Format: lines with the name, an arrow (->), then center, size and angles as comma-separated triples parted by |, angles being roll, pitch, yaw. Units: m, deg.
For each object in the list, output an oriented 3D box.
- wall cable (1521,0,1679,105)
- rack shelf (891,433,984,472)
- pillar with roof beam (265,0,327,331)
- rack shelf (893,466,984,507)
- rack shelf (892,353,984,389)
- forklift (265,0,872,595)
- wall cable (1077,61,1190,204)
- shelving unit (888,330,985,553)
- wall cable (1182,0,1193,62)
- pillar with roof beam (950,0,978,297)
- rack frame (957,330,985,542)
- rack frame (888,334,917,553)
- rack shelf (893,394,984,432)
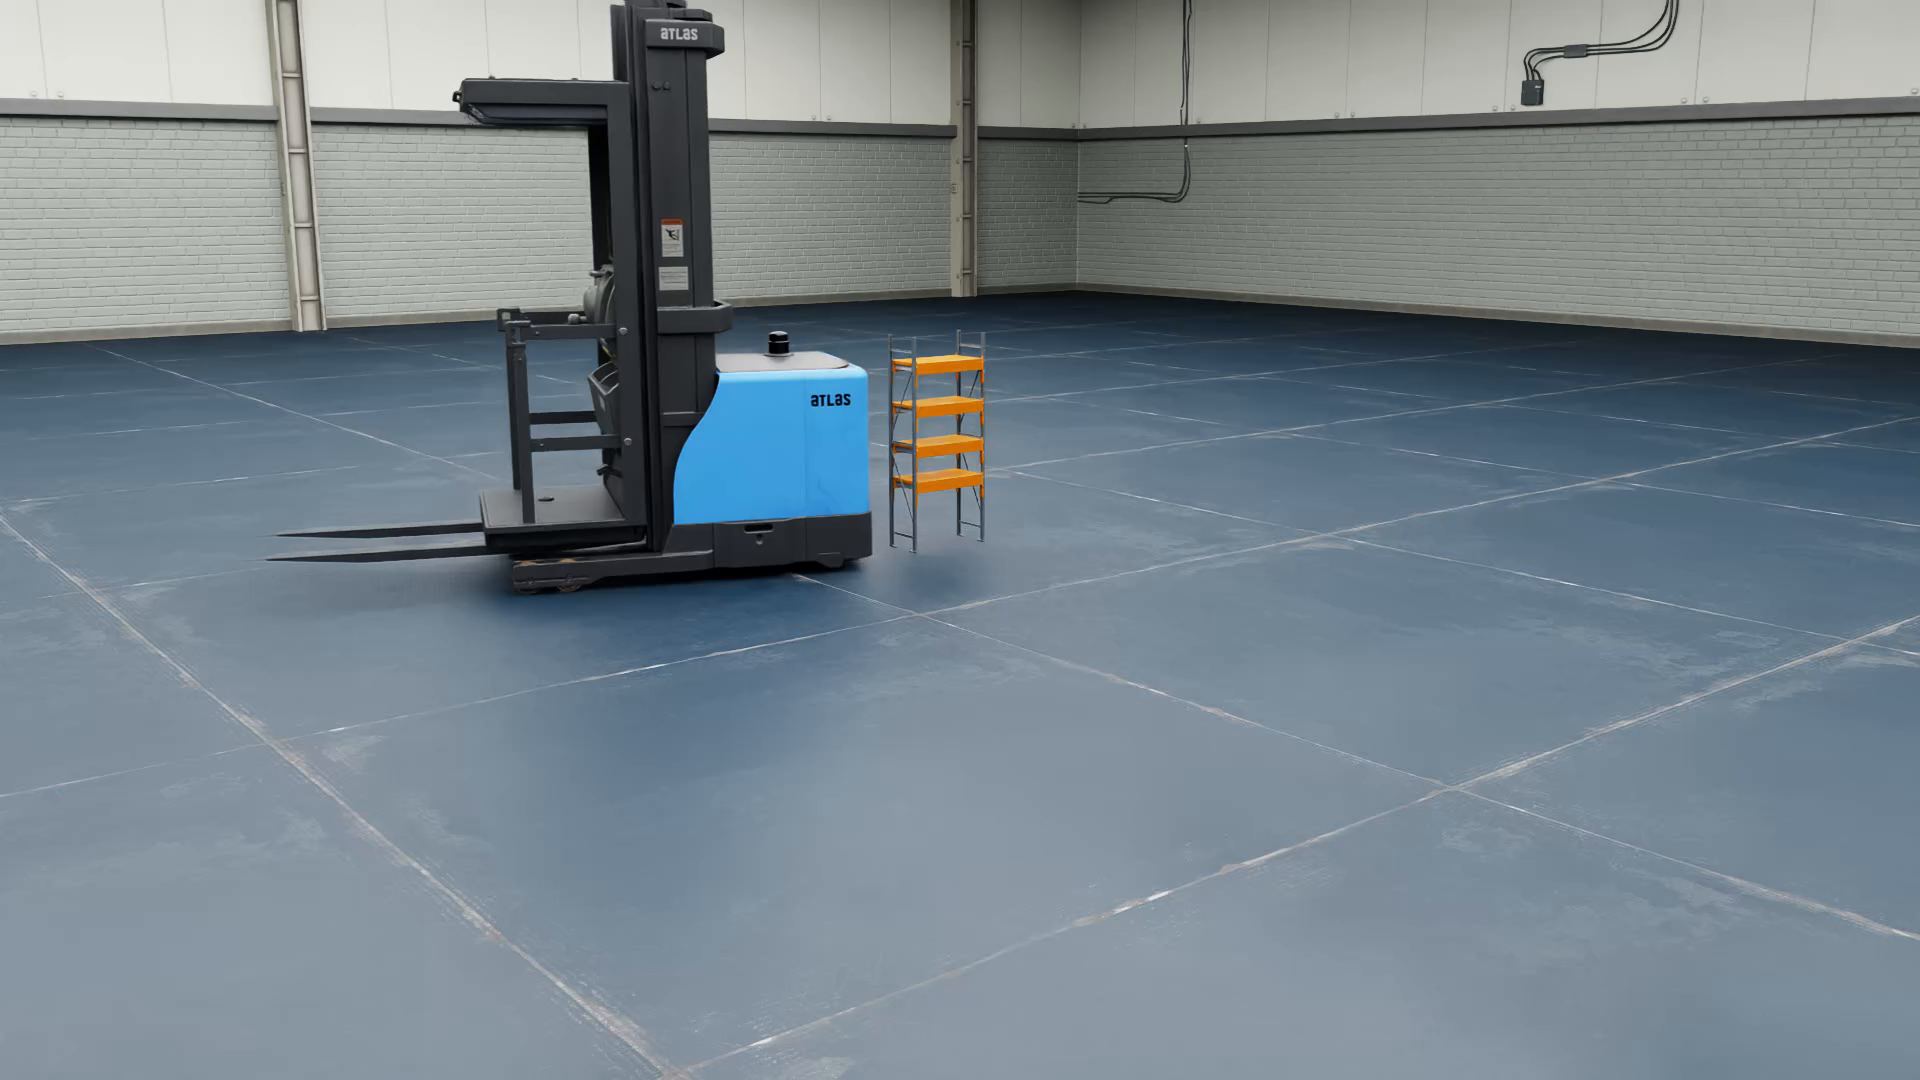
wall cable -> 9.117, -9.252, 23.346 | 0.169, 6.003, 2.305 | -9, 15, -38
rack shelf -> -0.129, -0.500, 9.417 | 0.480, 0.148, 0.258 | -9, 15, -38
pillar with roof beam -> -6.608, -6.707, 19.548 | 0.400, 9.000, 9.100 | -9, 15, -38
rack shelf -> -0.129, -0.305, 9.458 | 0.480, 0.148, 0.258 | -9, 15, -38
rack shelf -> -0.129, -0.950, 9.321 | 0.480, 0.148, 0.258 | -9, 15, -38
forklift -> -2.046, -1.282, 8.610 | 3.031, 2.935, 1.130 | -4, 13, -17
wall cable -> 3.199, -7.611, 31.282 | 0.112, 2.526, 3.097 | -9, 15, -38
shelving unit -> -0.129, -0.565, 9.403 | 0.503, 1.200, 0.258 | -9, 15, -38
wall cable -> 4.889, -9.643, 28.691 | 0.112, 2.526, 3.097 | -9, 15, -38
pillar with roof beam -> 2.762, -8.264, 26.881 | 0.400, 9.000, 9.100 | -9, 15, -38
rack frame -> 0.061, -0.597, 9.552 | 0.015, 1.200, 0.240 | -9, 15, -38
rack frame -> -0.320, -0.534, 9.254 | 0.015, 1.200, 0.240 | -9, 15, -38
rack shelf -> -0.129, -0.718, 9.371 | 0.480, 0.148, 0.258 | -9, 15, -38
